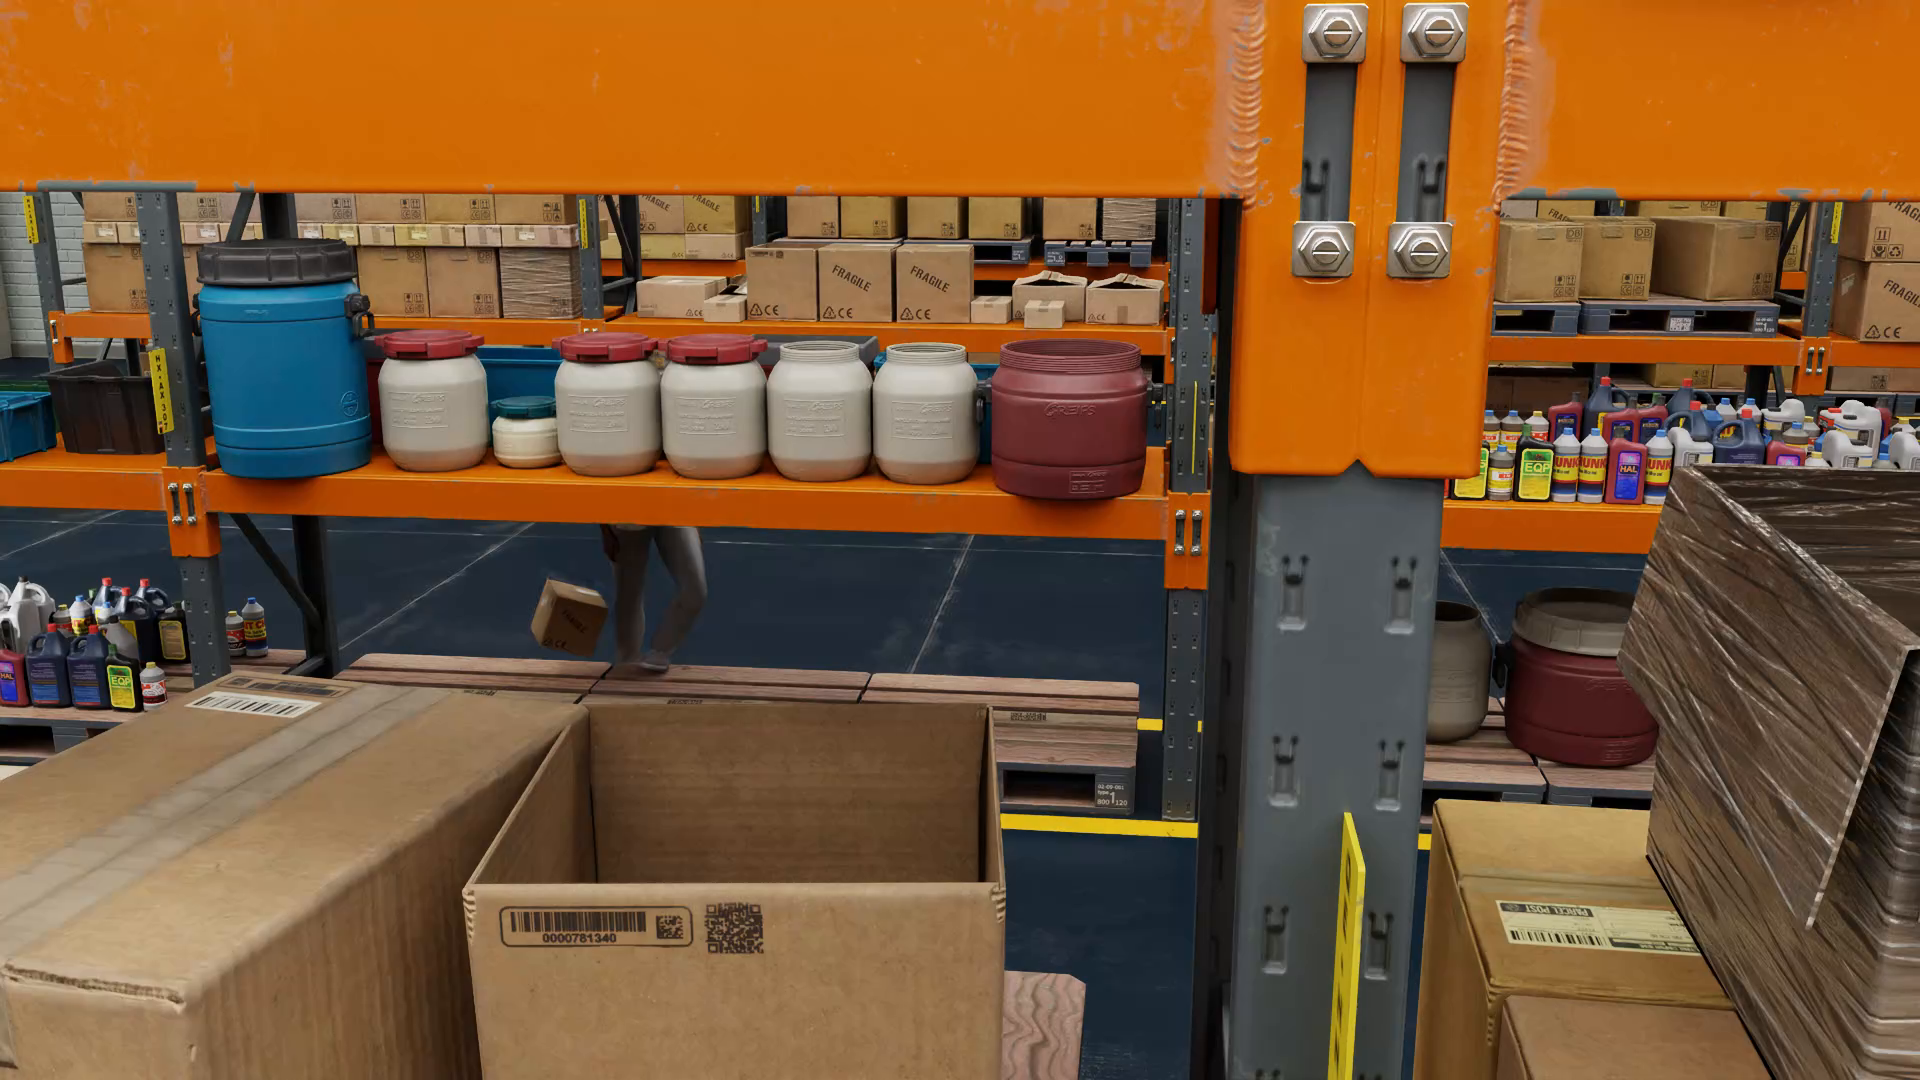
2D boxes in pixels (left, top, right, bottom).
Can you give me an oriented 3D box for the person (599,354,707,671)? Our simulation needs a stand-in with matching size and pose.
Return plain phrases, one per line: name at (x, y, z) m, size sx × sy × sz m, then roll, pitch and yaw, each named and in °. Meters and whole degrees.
person at (-1.445, -0.034, 7.590) m, size 0.539 × 1.660 × 0.532 m, roll -4°, pitch 15°, yaw -16°
